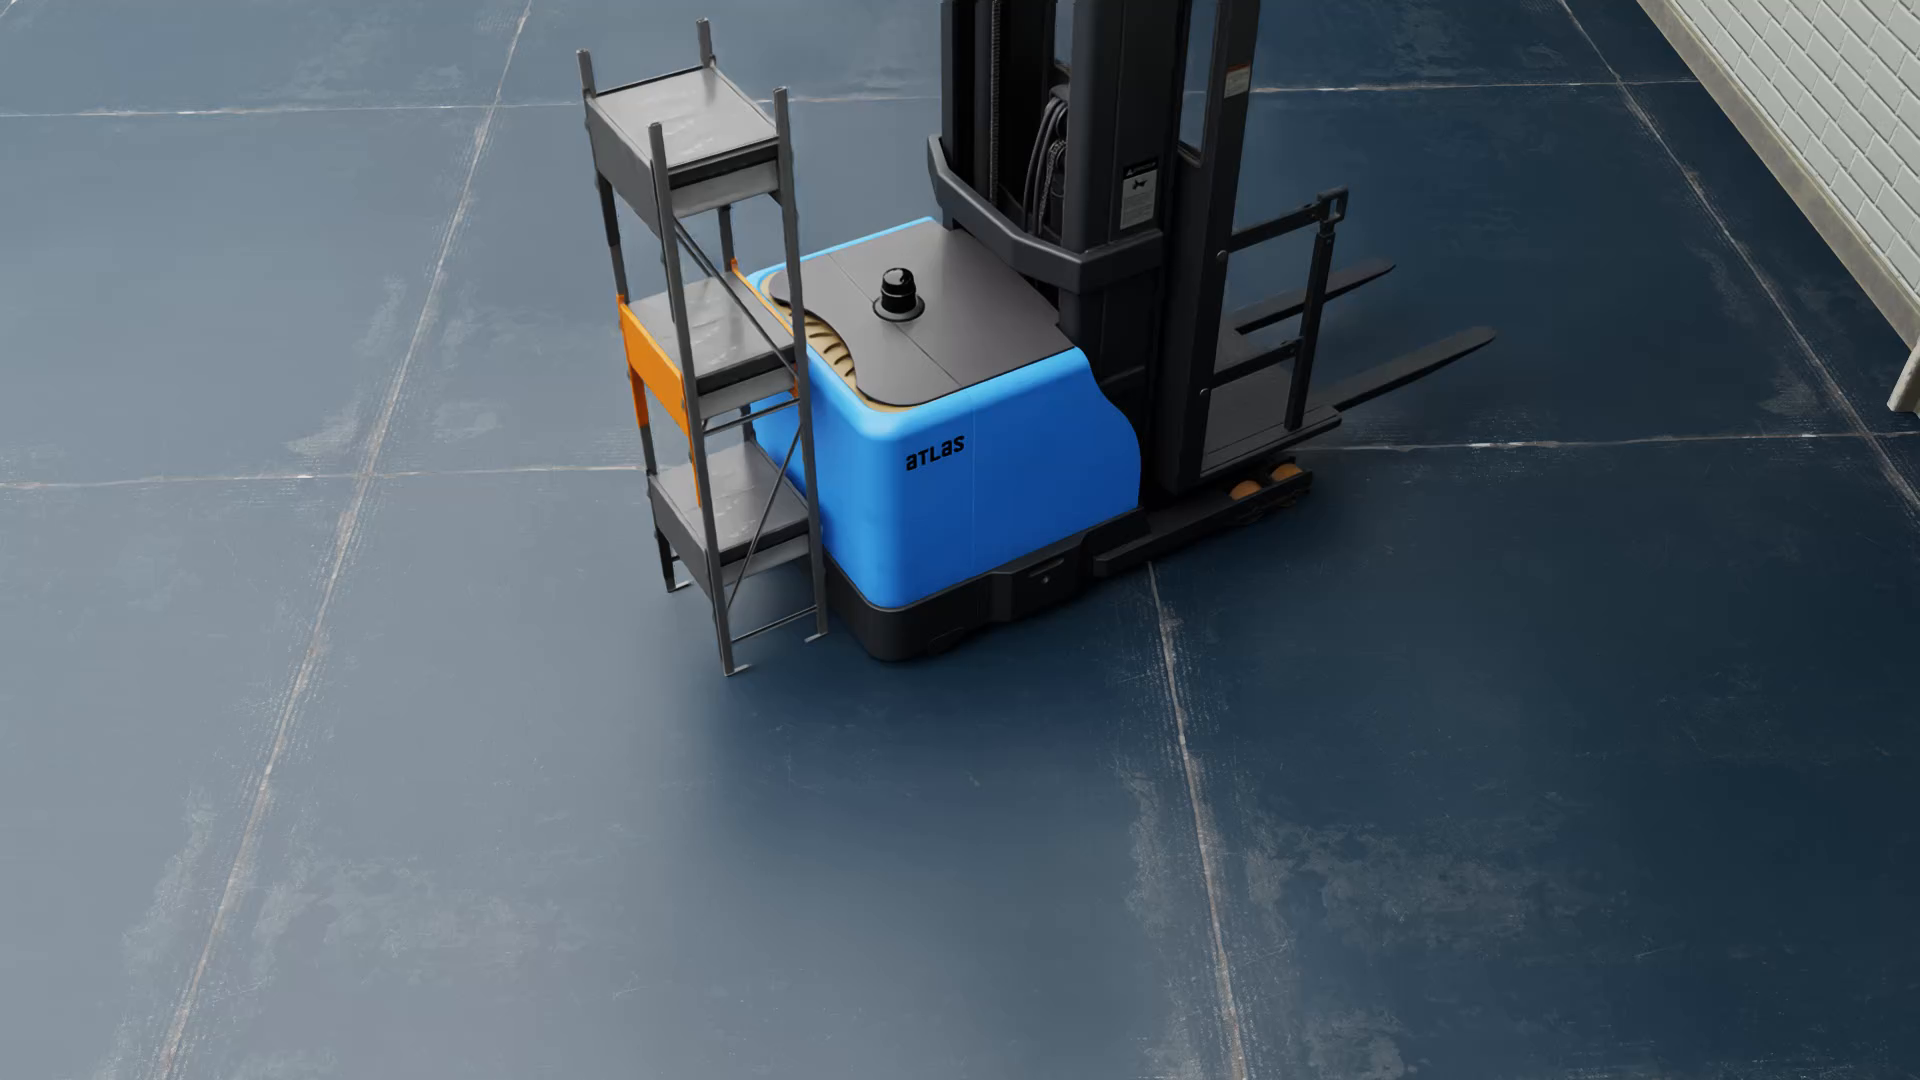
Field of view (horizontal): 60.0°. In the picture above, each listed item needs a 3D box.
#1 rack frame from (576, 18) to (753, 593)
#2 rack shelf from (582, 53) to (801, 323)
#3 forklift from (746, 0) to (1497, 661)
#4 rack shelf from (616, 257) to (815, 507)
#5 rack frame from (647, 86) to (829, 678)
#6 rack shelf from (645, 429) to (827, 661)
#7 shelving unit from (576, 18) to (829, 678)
[{"bbox_3d":[-0.895,-0.654,5.409,0.400,2.100,0.015,-23,47,-23],"label":"rack frame"},{"bbox_3d":[-0.767,-1.019,4.792,0.431,0.518,0.480,-23,47,-23],"label":"rack shelf"},{"bbox_3d":[0.751,-1.423,5.633,3.031,2.935,1.130,-23,47,-23],"label":"forklift"},{"bbox_3d":[-0.767,-0.503,5.265,0.431,0.518,0.480,-23,47,-23],"label":"rack shelf"},{"bbox_3d":[-0.640,-0.373,5.103,0.400,2.100,0.015,-23,47,-23],"label":"rack frame"},{"bbox_3d":[-0.767,0.013,5.738,0.431,0.518,0.480,-23,47,-23],"label":"rack shelf"},{"bbox_3d":[-0.767,-0.513,5.256,0.431,2.100,0.503,-23,47,-23],"label":"shelving unit"}]
